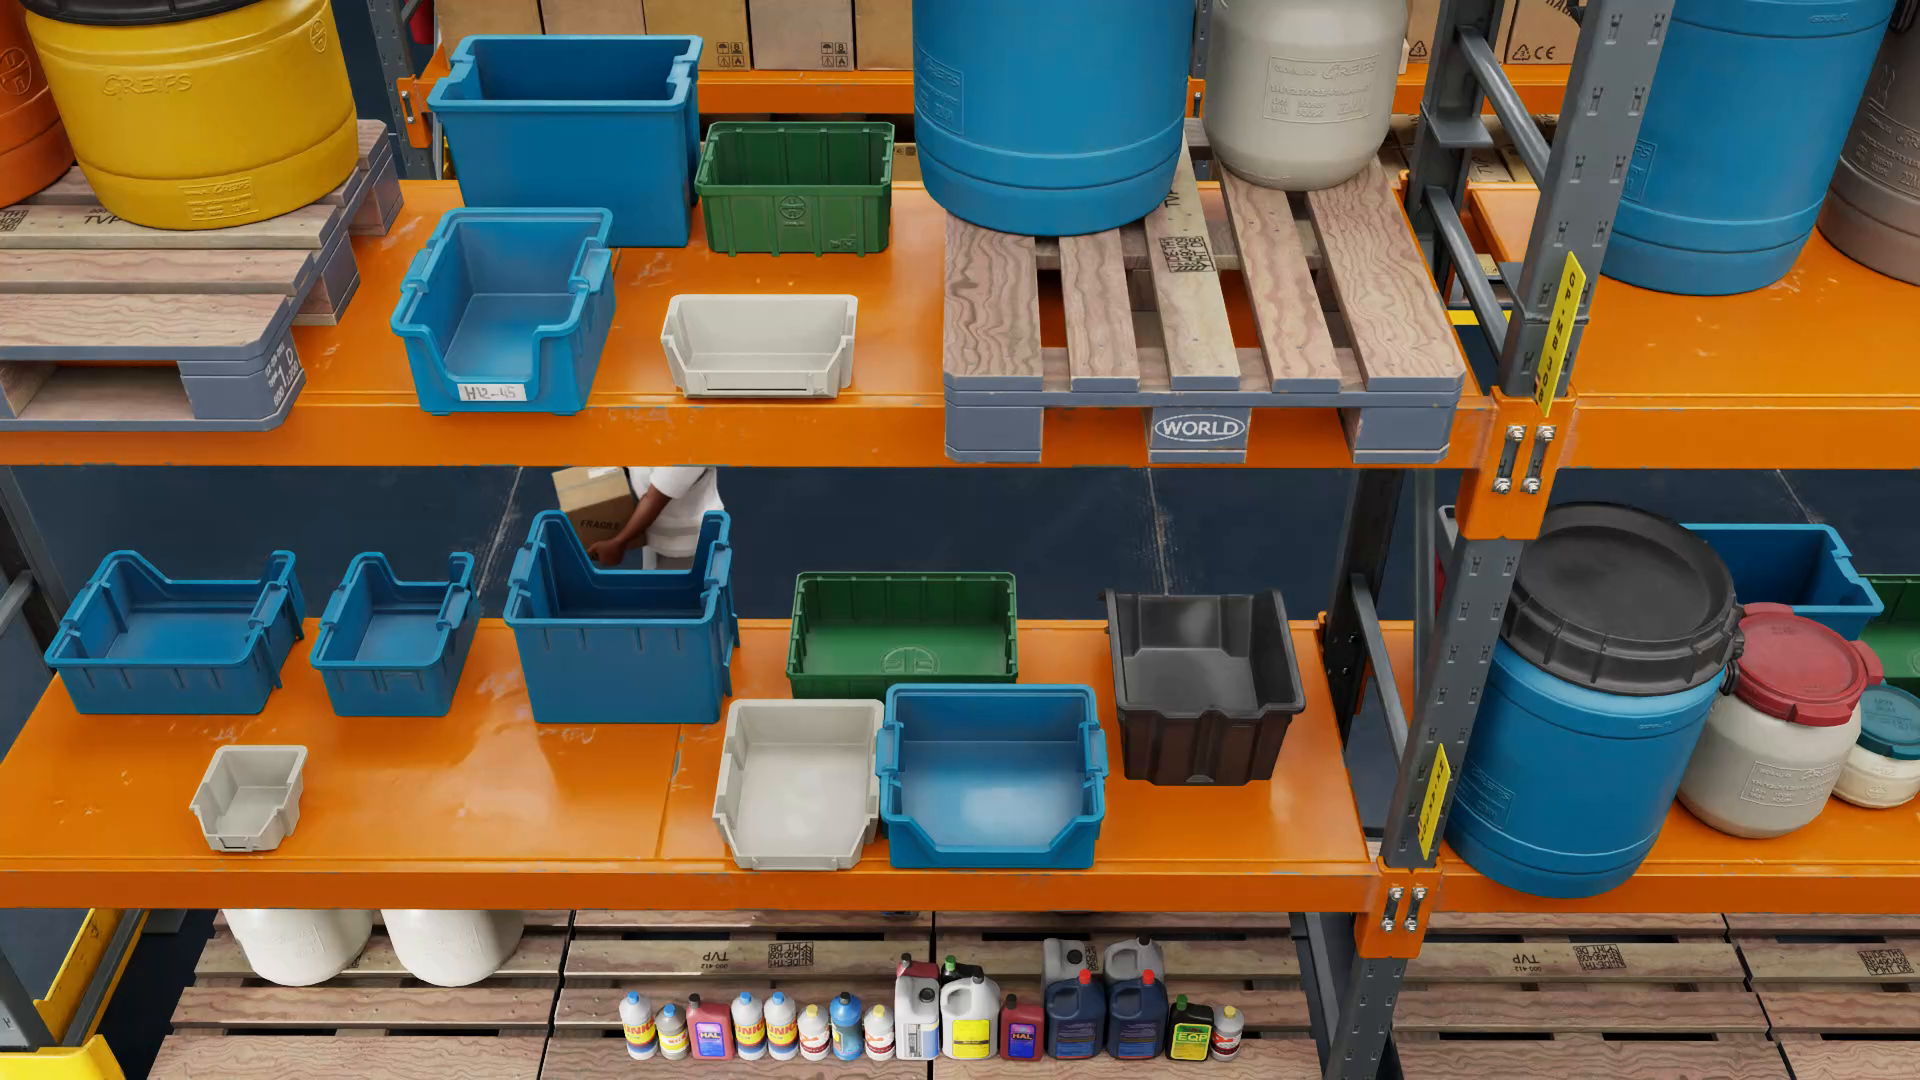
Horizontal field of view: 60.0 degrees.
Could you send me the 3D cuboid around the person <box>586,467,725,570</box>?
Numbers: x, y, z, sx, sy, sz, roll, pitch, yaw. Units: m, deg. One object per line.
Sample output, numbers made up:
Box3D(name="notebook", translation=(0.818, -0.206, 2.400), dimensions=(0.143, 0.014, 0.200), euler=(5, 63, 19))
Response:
Box3D(name="person", translation=(-1.128, -0.022, 6.168), dimensions=(0.577, 1.761, 0.502), euler=(-12, 41, -15))
